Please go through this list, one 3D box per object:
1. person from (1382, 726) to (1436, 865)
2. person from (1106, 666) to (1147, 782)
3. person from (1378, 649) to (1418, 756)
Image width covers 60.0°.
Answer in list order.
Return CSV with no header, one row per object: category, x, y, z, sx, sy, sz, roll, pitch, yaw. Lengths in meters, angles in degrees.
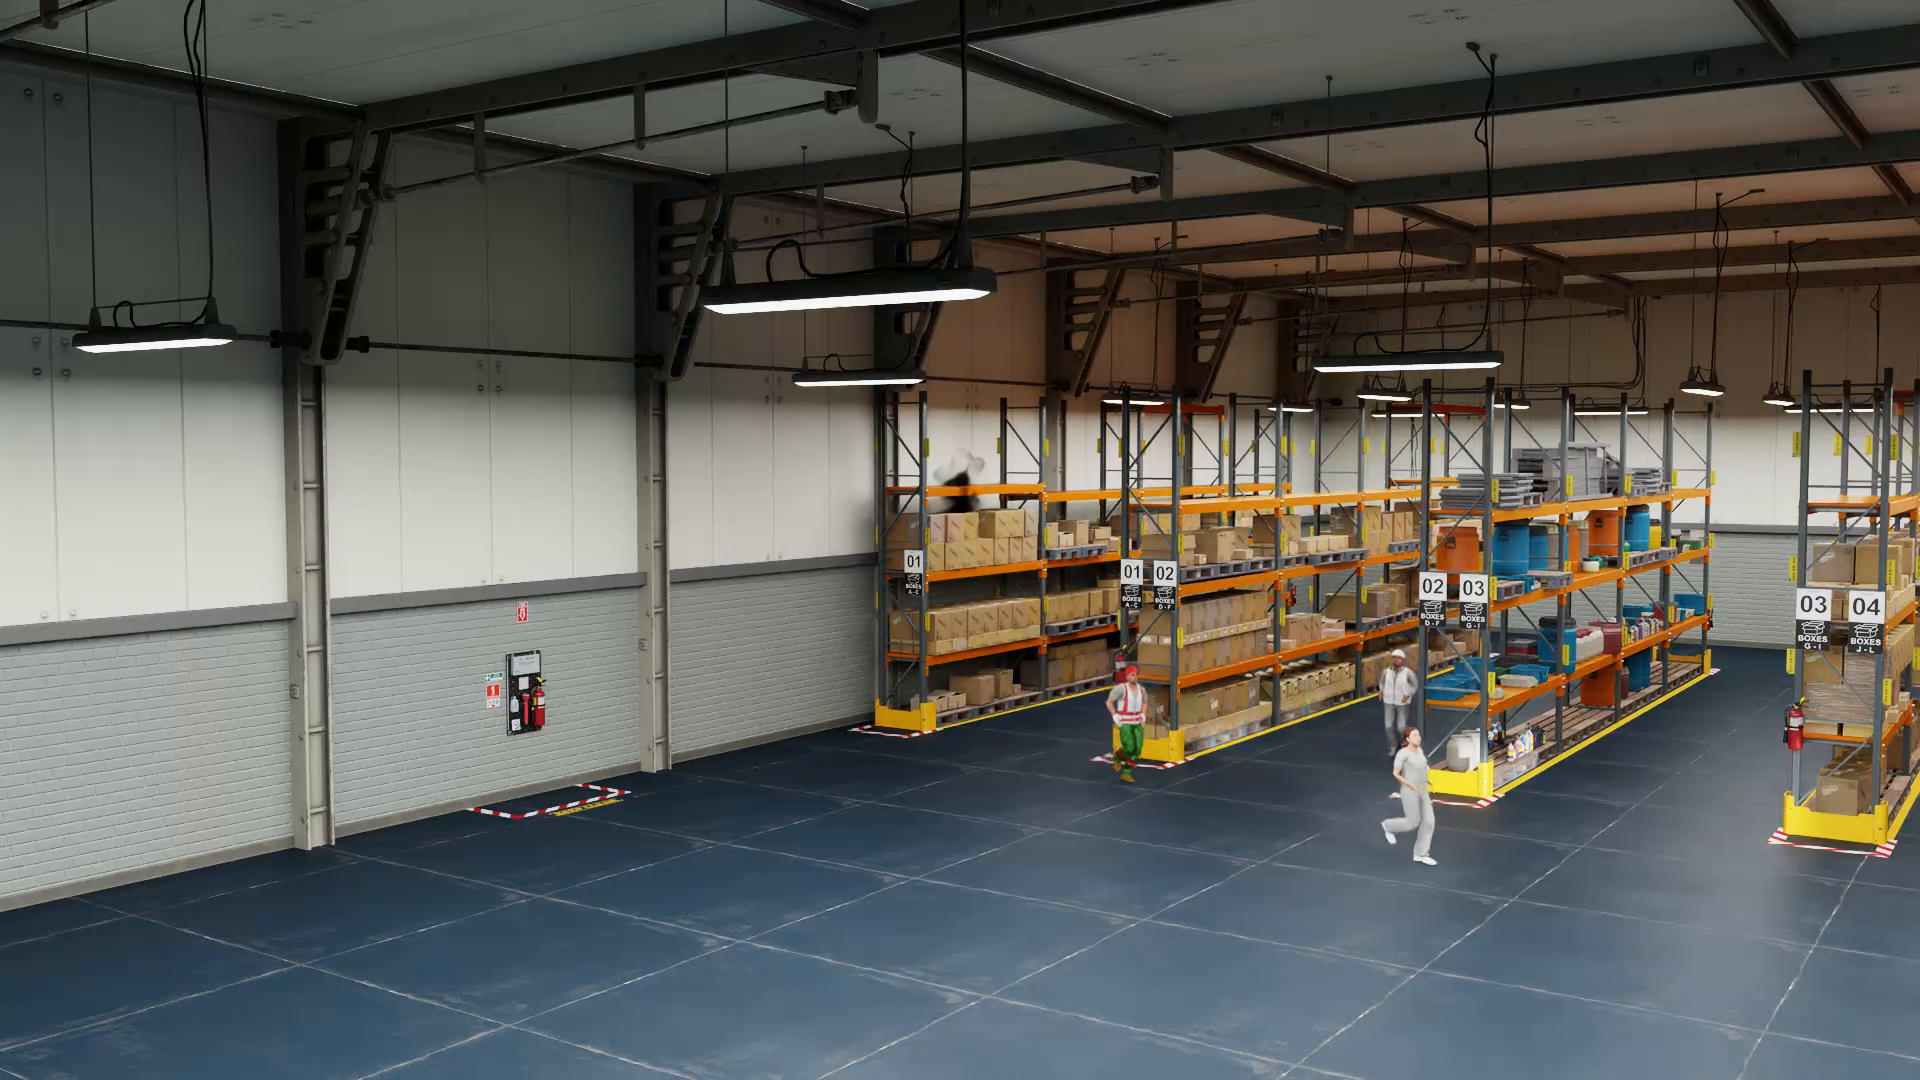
person,5.500,3.082,20.212,0.580,1.612,0.791,-2,4,-31
person,2.530,2.753,24.978,0.660,1.753,0.561,-1,4,-25
person,7.107,2.639,27.039,0.659,1.722,0.614,2,4,30
